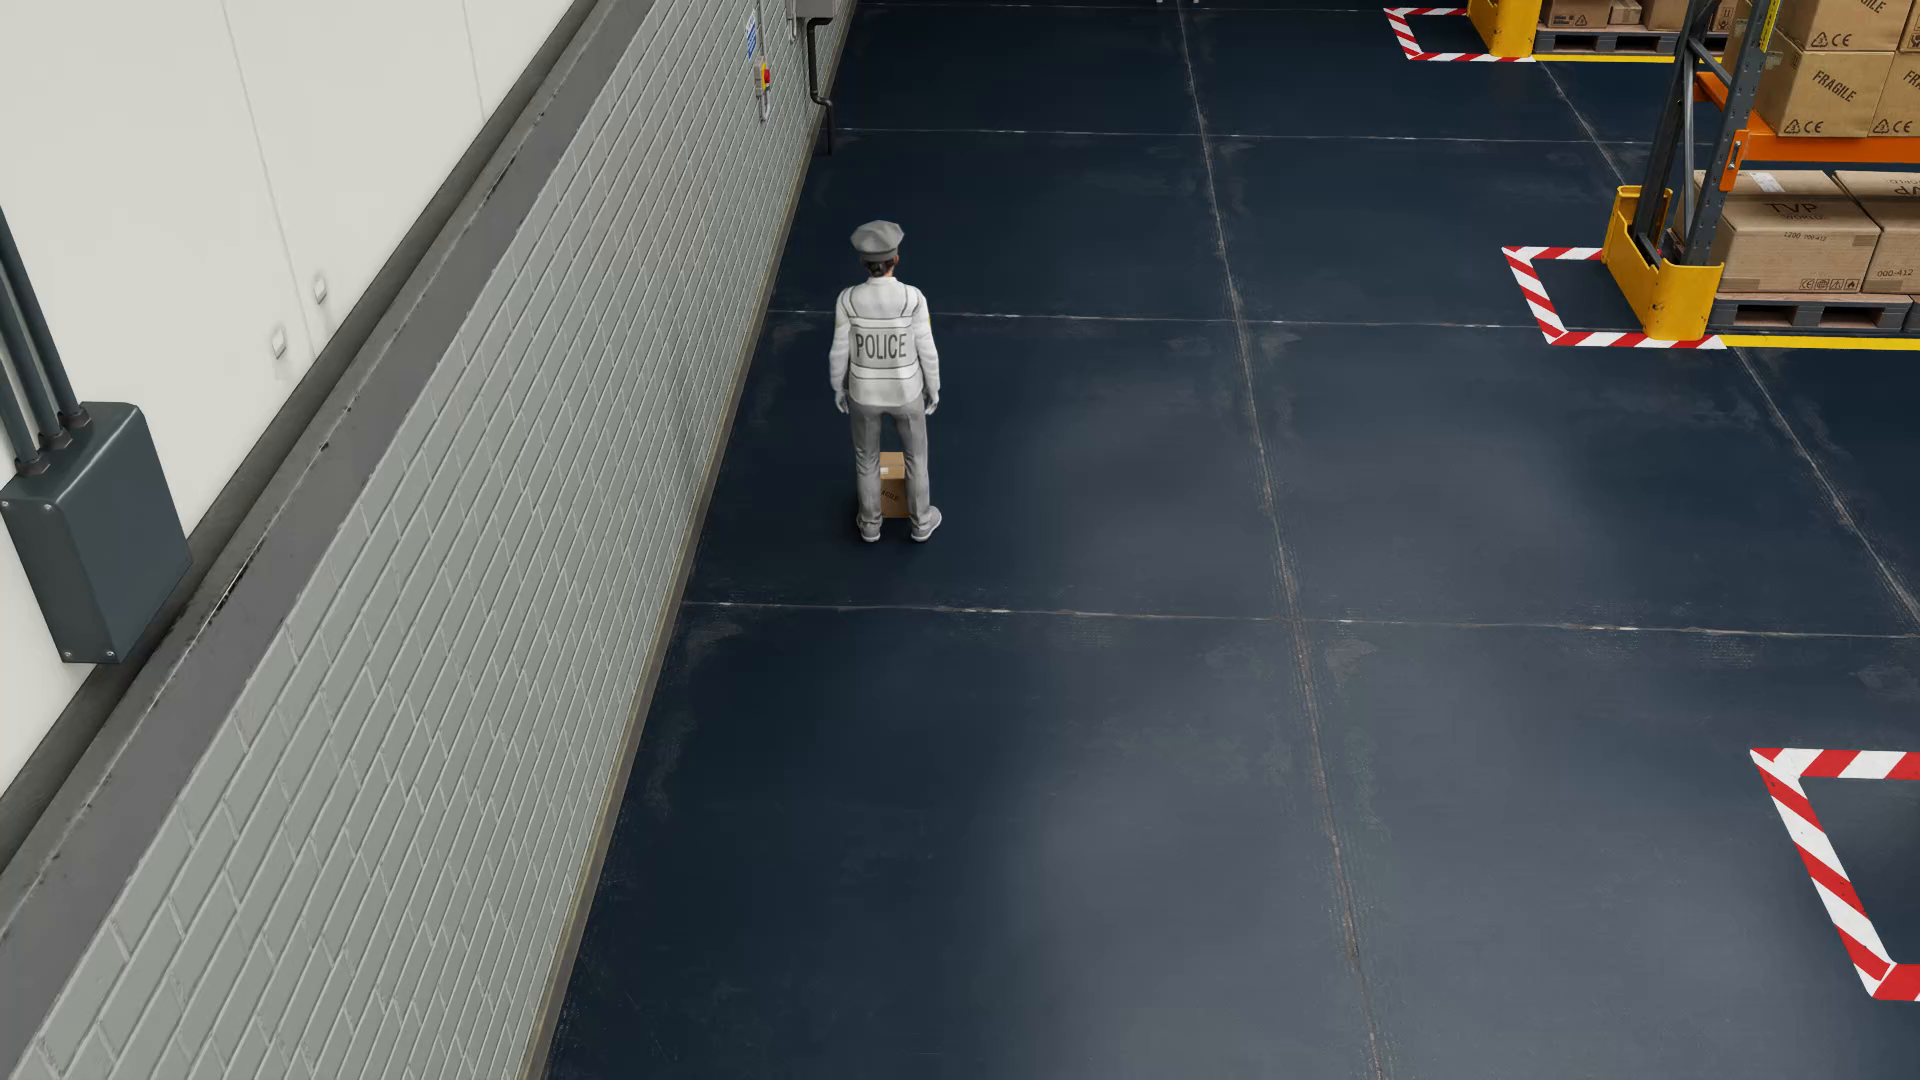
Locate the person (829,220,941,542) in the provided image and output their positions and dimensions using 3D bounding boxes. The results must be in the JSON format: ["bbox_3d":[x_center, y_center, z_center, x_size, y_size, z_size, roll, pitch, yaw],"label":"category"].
[{"bbox_3d":[-0.361,-0.722,8.110,0.530,1.663,0.377,1,36,2],"label":"person"}]
